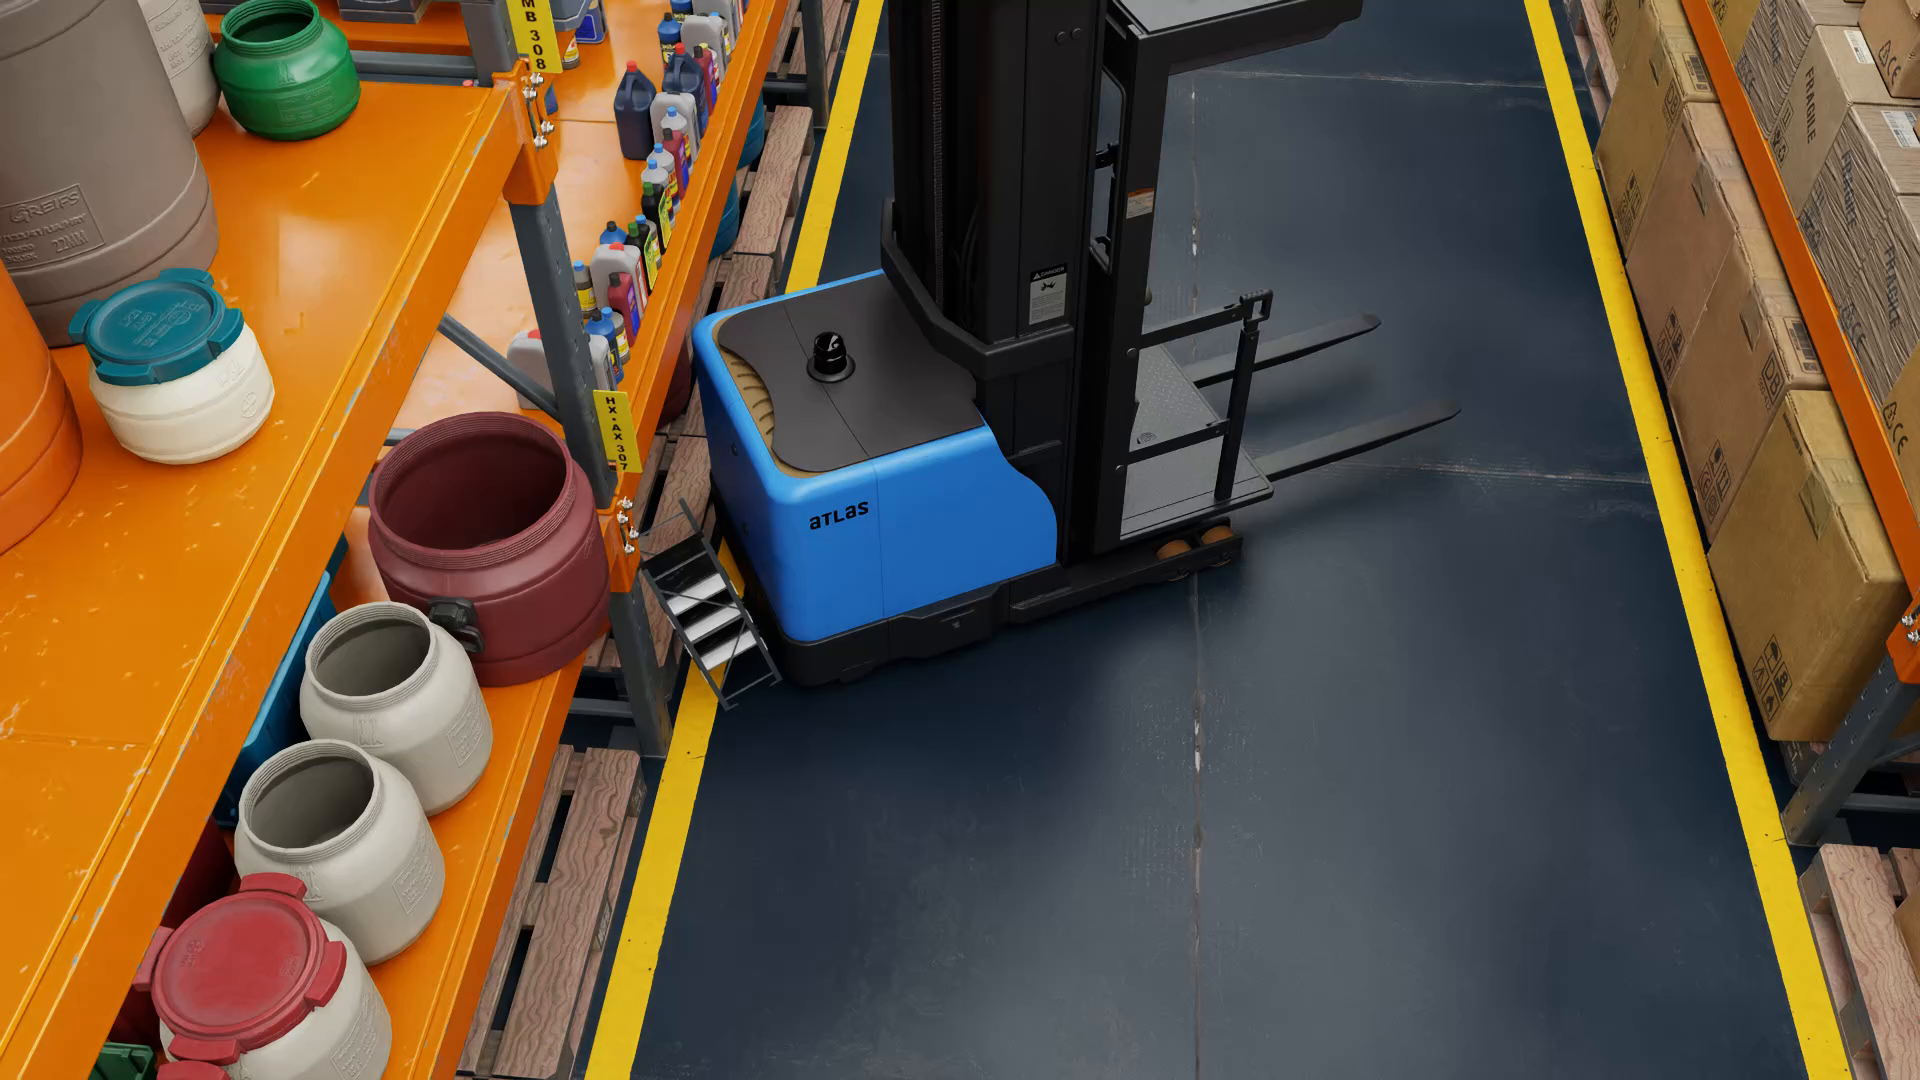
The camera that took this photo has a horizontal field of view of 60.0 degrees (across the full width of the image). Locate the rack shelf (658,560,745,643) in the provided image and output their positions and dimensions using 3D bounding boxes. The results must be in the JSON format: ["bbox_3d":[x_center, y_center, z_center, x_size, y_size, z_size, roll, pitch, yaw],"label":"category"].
[{"bbox_3d":[-0.912,0.213,5.843,0.258,0.077,0.200,-29,53,-9],"label":"rack shelf"}]

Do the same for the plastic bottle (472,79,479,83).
[{"bbox_3d":[-1.810,-1.654,6.309,0.061,0.283,0.133,4,48,4],"label":"plastic bottle"}]

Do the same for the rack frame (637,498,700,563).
[{"bbox_3d":[-0.949,0.180,5.949,0.240,0.900,0.006,-29,53,-9],"label":"rack frame"}]

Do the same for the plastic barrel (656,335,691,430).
[{"bbox_3d":[-1.424,-0.812,6.809,0.600,0.588,0.708,4,48,4],"label":"plastic barrel"}]

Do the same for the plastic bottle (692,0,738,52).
[{"bbox_3d":[-0.996,-2.142,6.760,0.152,0.276,0.135,4,48,4],"label":"plastic bottle"}]

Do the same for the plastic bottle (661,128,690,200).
[{"bbox_3d":[-1.043,-1.396,6.073,0.061,0.283,0.133,4,48,4],"label":"plastic bottle"}]

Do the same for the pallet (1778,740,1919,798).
[{"bbox_3d":[3.524,0.407,6.235,1.003,0.211,1.213,4,48,4],"label":"pallet"}]

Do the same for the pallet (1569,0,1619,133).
[{"bbox_3d":[3.889,-2.512,8.905,1.003,0.211,1.213,4,48,4],"label":"pallet"}]

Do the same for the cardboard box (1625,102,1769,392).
[{"bbox_3d":[3.623,-1.196,6.966,1.225,0.875,0.875,2,48,2],"label":"cardboard box"}]

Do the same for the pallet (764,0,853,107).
[{"bbox_3d":[-1.162,-2.835,9.199,1.003,0.211,1.213,4,48,4],"label":"pallet"}]

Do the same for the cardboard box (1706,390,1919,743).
[{"bbox_3d":[3.461,0.109,5.773,1.225,0.875,0.875,2,48,2],"label":"cardboard box"}]

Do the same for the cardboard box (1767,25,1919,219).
[{"bbox_3d":[3.318,-1.495,6.017,0.500,0.500,0.500,5,48,4],"label":"cardboard box"}]

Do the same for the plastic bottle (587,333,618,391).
[{"bbox_3d":[-1.194,-0.548,5.302,0.152,0.276,0.135,4,48,4],"label":"plastic bottle"}]

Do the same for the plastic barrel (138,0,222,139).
[{"bbox_3d":[-1.888,-1.136,3.648,0.421,0.512,0.421,0,48,0],"label":"plastic barrel"}]

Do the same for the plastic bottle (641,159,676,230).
[{"bbox_3d":[-1.081,-1.237,5.936,0.097,0.271,0.097,0,48,0],"label":"plastic bottle"}]

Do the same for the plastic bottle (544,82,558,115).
[{"bbox_3d":[-1.630,-1.788,6.440,0.097,0.271,0.097,0,48,0],"label":"plastic bottle"}]

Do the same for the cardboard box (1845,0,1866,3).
[{"bbox_3d":[3.618,-2.298,6.072,0.797,0.503,0.637,4,48,4],"label":"cardboard box"}]

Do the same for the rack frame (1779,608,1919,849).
[{"bbox_3d":[3.377,0.040,4.681,1.000,3.000,0.127,4,48,4],"label":"rack frame"}]

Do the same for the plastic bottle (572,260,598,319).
[{"bbox_3d":[-1.277,-0.857,5.636,0.097,0.201,0.097,0,48,0],"label":"plastic bottle"}]

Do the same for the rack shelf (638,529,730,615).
[{"bbox_3d":[-0.947,0.107,5.701,0.258,0.077,0.200,-29,53,-9],"label":"rack shelf"}]

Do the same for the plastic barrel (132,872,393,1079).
[{"bbox_3d":[-1.508,1.055,3.660,0.433,0.535,0.433,0,48,0],"label":"plastic barrel"}]

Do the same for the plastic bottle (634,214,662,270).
[{"bbox_3d":[-1.102,-1.044,5.807,0.097,0.201,0.097,0,48,0],"label":"plastic bottle"}]

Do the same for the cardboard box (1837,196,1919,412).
[{"bbox_3d":[3.227,-0.739,5.326,0.500,0.500,0.500,3,48,3],"label":"cardboard box"}]

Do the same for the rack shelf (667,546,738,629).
[{"bbox_3d":[-0.930,0.160,5.772,0.258,0.077,0.200,-29,53,-9],"label":"rack shelf"}]

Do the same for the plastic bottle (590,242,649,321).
[{"bbox_3d":[-1.152,-0.888,5.613,0.152,0.276,0.135,4,48,4],"label":"plastic bottle"}]

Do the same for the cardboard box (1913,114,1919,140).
[{"bbox_3d":[3.522,-1.347,5.202,0.797,0.503,0.637,5,48,4],"label":"cardboard box"}]

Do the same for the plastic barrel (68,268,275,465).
[{"bbox_3d":[-1.438,-0.309,3.061,0.301,0.262,0.301,0,48,0],"label":"plastic barrel"}]

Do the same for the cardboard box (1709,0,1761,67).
[{"bbox_3d":[3.406,-2.243,6.701,0.500,0.500,0.500,4,48,4],"label":"cardboard box"}]

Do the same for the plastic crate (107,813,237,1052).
[{"bbox_3d":[-2.007,0.852,3.895,0.402,0.464,0.583,4,48,4],"label":"plastic crate"}]

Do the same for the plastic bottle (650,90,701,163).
[{"bbox_3d":[-1.067,-1.567,6.234,0.152,0.276,0.135,4,48,4],"label":"plastic bottle"}]

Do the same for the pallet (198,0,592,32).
[{"bbox_3d":[-1.388,-1.798,4.456,1.003,0.211,1.213,4,48,4],"label":"pallet"}]

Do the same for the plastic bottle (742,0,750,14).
[{"bbox_3d":[-0.965,-2.383,6.930,0.144,0.351,0.185,4,48,4],"label":"plastic bottle"}]

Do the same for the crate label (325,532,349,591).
[{"bbox_3d":[-1.967,0.047,4.787,0.303,0.233,0.416,4,48,4],"label":"crate label"}]

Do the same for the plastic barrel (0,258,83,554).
[{"bbox_3d":[-1.906,-0.381,2.742,0.600,0.830,0.708,4,48,4],"label":"plastic barrel"}]

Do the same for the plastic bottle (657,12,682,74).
[{"bbox_3d":[-1.143,-1.964,6.601,0.097,0.271,0.097,0,48,0],"label":"plastic bottle"}]

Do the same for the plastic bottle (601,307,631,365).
[{"bbox_3d":[-1.147,-0.677,5.471,0.097,0.201,0.097,0,48,0],"label":"plastic bottle"}]

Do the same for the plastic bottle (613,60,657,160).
[{"bbox_3d":[-1.213,-1.621,6.233,0.144,0.351,0.185,4,48,4],"label":"plastic bottle"}]

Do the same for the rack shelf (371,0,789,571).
[{"bbox_3d":[-1.373,-1.520,6.595,1.077,0.370,4.000,4,48,4],"label":"rack shelf"}]

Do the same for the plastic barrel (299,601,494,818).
[{"bbox_3d":[-1.436,0.439,4.240,0.421,0.512,0.421,0,48,0],"label":"plastic barrel"}]

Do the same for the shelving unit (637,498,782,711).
[{"bbox_3d":[-0.901,0.246,5.888,0.258,0.900,0.210,-29,53,-9],"label":"shelving unit"}]

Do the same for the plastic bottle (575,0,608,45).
[{"bbox_3d":[-1.545,-2.186,6.800,0.152,0.276,0.135,4,48,4],"label":"plastic bottle"}]

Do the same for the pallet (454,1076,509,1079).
[{"bbox_3d":[-1.778,2.108,4.679,1.003,0.211,1.213,4,48,4],"label":"pallet"}]

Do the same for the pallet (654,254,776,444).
[{"bbox_3d":[-1.411,-0.828,7.365,1.003,0.211,1.213,4,48,4],"label":"pallet"}]

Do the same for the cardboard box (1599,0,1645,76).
[{"bbox_3d":[3.882,-2.804,8.437,0.875,0.875,0.875,4,48,4],"label":"cardboard box"}]

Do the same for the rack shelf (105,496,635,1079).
[{"bbox_3d":[-1.737,1.419,3.907,1.077,0.370,4.000,4,48,4],"label":"rack shelf"}]

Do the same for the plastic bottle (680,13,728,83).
[{"bbox_3d":[-1.017,-1.971,6.604,0.152,0.276,0.135,4,48,4],"label":"plastic bottle"}]

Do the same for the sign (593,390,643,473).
[{"bbox_3d":[-1.007,-0.317,4.896,0.100,0.325,0.005,4,48,4],"label":"sign"}]

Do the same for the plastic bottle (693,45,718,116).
[{"bbox_3d":[-0.993,-1.801,6.443,0.061,0.283,0.133,4,48,4],"label":"plastic bottle"}]

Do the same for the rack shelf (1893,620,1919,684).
[{"bbox_3d":[3.195,1.752,3.602,1.077,0.370,4.000,4,48,4],"label":"rack shelf"}]

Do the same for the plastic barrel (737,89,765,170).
[{"bbox_3d":[-1.257,-2.268,7.929,0.600,0.901,0.708,4,48,4],"label":"plastic barrel"}]

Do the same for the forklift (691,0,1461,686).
[{"bbox_3d":[0.575,-1.171,5.834,3.031,2.935,1.130,-18,50,-15],"label":"forklift"}]

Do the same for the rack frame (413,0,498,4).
[{"bbox_3d":[-1.555,-2.318,2.772,1.000,3.000,0.127,4,48,4],"label":"rack frame"}]
